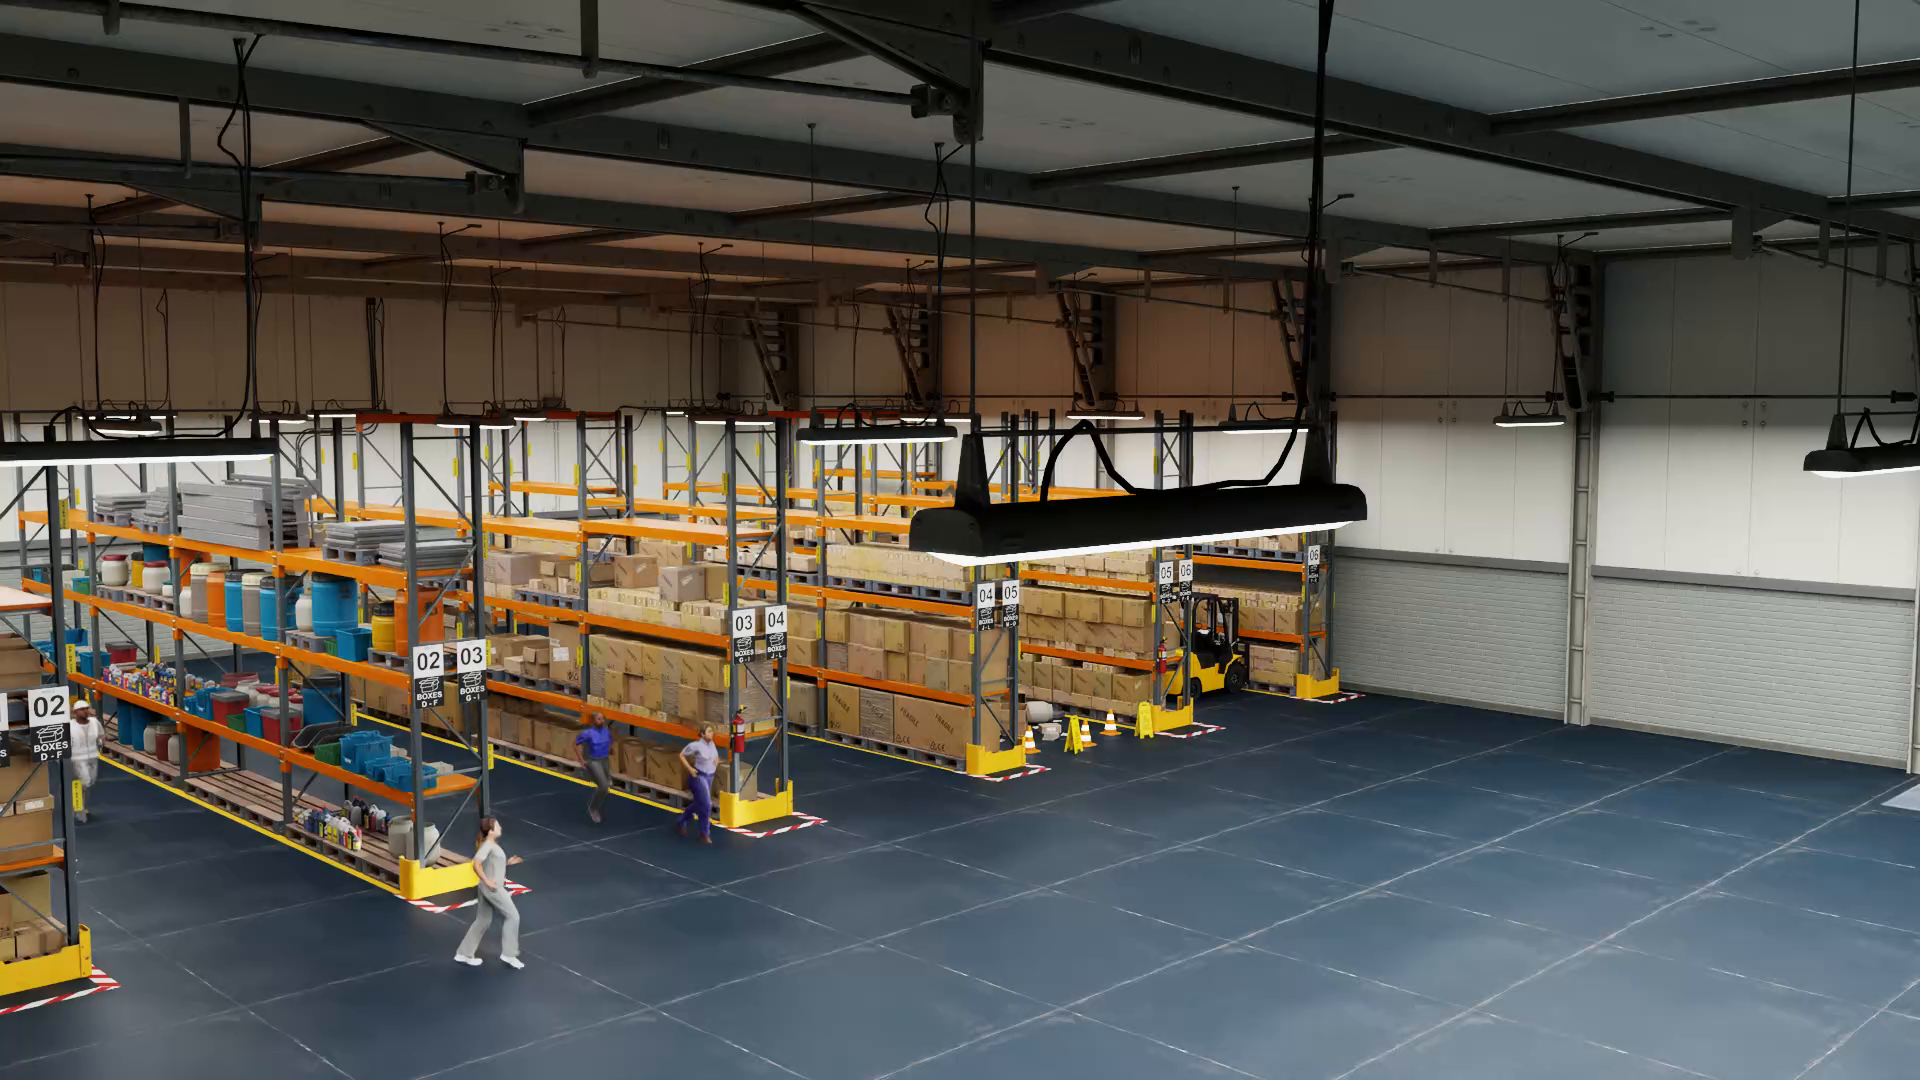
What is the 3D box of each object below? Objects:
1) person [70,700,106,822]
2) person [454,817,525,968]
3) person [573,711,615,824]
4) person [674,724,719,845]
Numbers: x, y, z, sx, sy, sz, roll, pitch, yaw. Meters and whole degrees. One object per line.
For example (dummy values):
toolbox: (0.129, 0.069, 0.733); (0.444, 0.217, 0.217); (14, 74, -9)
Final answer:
person: (-13.066, 3.291, 24.807); (0.725, 1.806, 0.656); (3, 6, 32)
person: (-5.197, 3.907, 18.337); (0.776, 1.728, 0.549); (-3, 6, -27)
person: (-5.350, 3.375, 24.669); (0.670, 1.644, 0.548); (4, 6, 37)
person: (-3.722, 3.480, 23.799); (0.751, 1.685, 0.600); (2, 5, 25)
